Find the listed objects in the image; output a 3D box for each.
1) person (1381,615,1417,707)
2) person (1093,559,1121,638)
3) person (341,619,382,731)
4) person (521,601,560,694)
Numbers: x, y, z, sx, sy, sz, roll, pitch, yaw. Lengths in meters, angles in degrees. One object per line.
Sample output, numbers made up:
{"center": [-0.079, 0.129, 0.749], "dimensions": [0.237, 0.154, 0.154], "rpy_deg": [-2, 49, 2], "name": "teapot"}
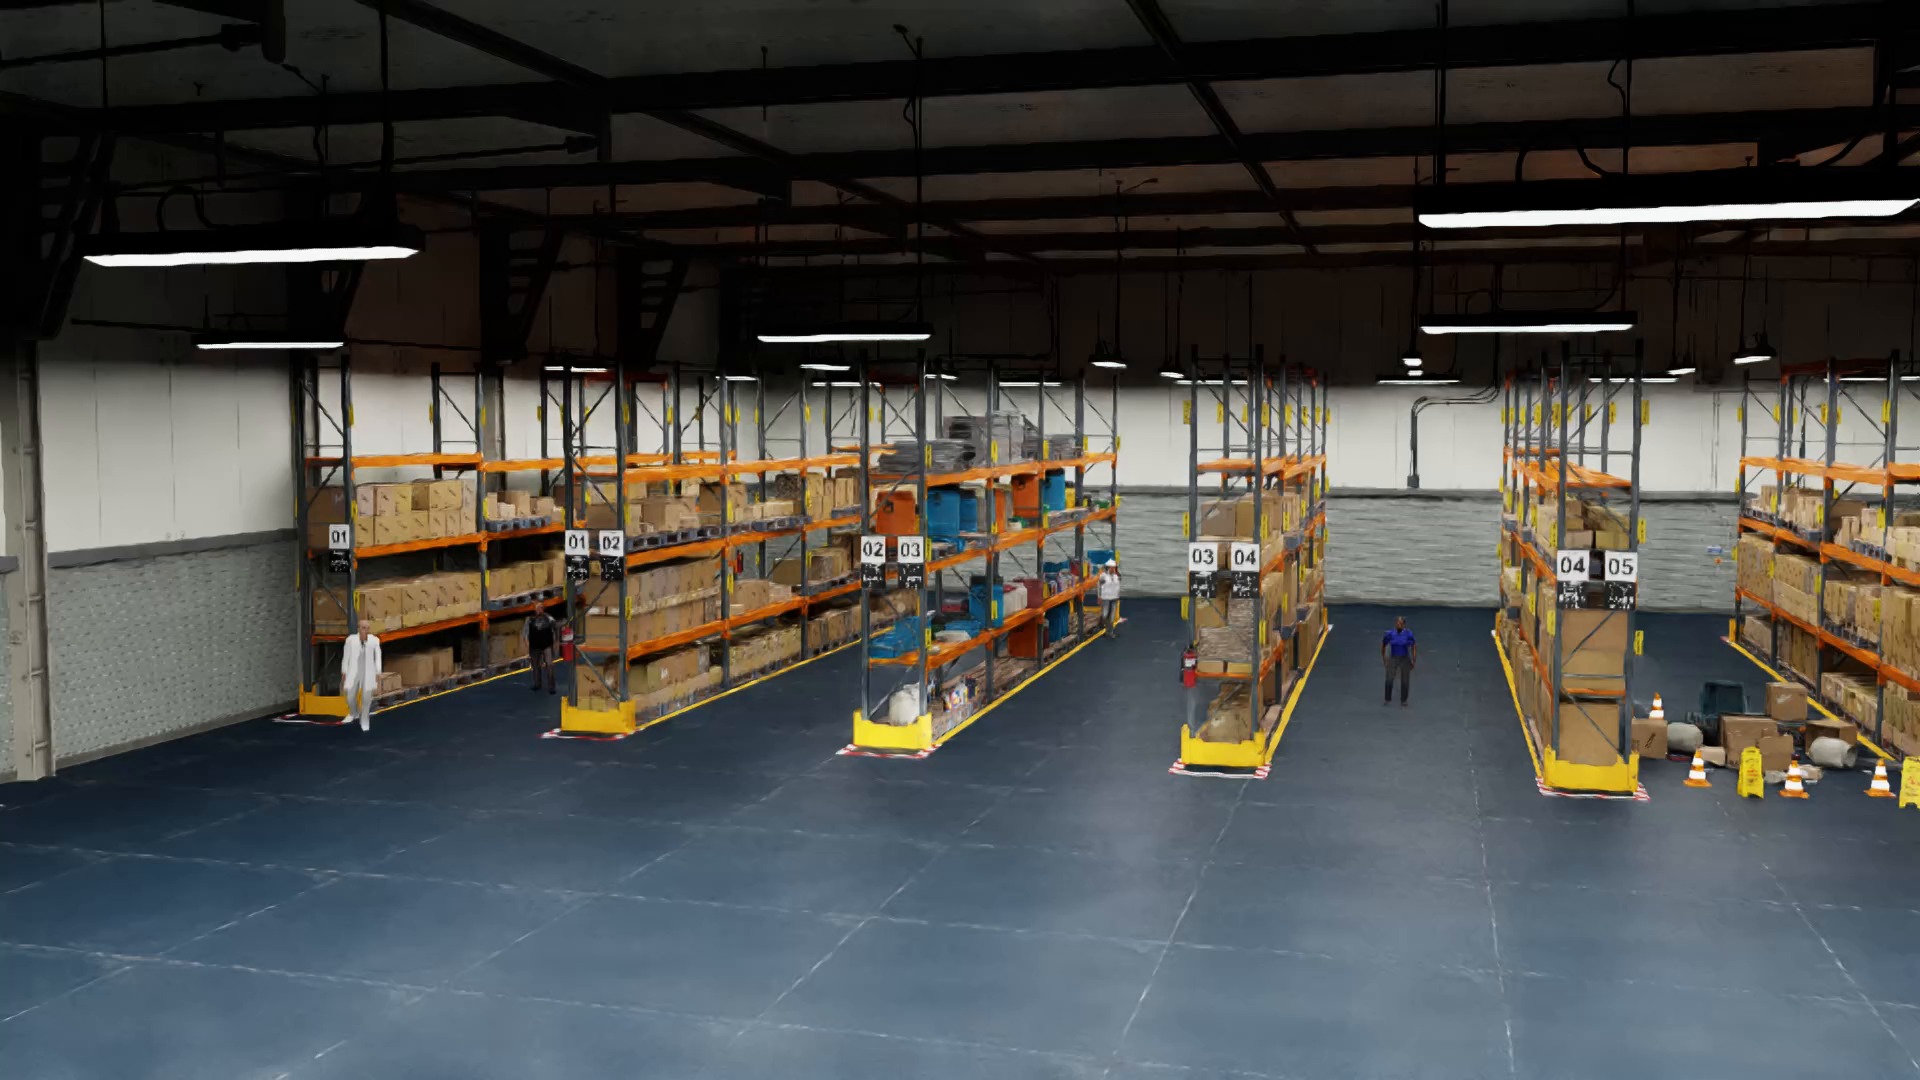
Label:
{"center": [7.517, 2.073, 28.500], "dimensions": [0.593, 1.603, 0.515], "rpy_deg": [1, 4, 14], "name": "person"}
{"center": [3.321, 1.305, 37.424], "dimensions": [0.570, 1.766, 0.515], "rpy_deg": [-2, 5, -29], "name": "person"}
{"center": [-9.548, 2.133, 26.516], "dimensions": [0.627, 1.772, 0.594], "rpy_deg": [-2, 5, -19], "name": "person"}
{"center": [-7.539, 1.923, 29.983], "dimensions": [0.674, 1.660, 0.841], "rpy_deg": [0, 4, -2], "name": "person"}
